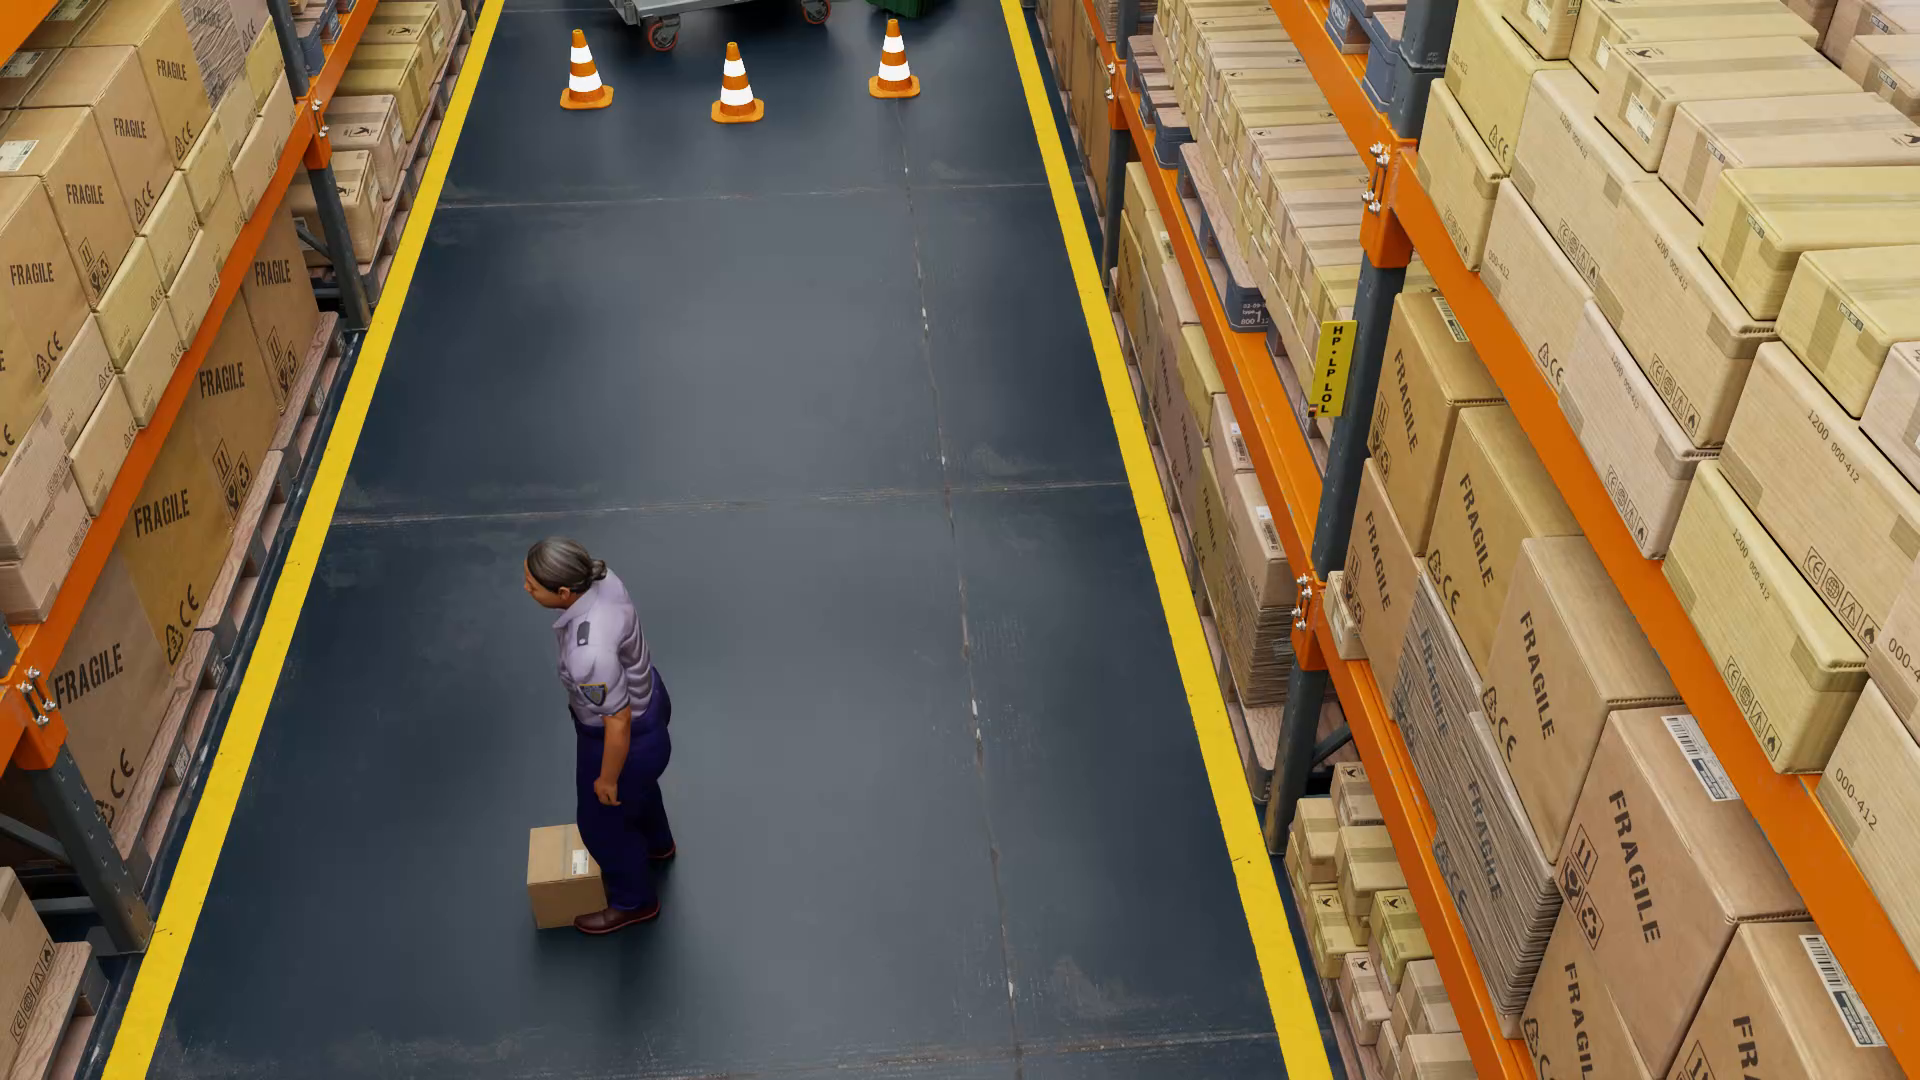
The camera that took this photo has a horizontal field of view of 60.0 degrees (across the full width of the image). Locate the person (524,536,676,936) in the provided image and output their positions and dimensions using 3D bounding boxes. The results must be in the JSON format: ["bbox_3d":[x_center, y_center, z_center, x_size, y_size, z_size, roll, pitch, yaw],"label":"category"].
[{"bbox_3d":[-1.156,0.618,5.418,0.425,1.638,0.551,-5,40,-6],"label":"person"}]
